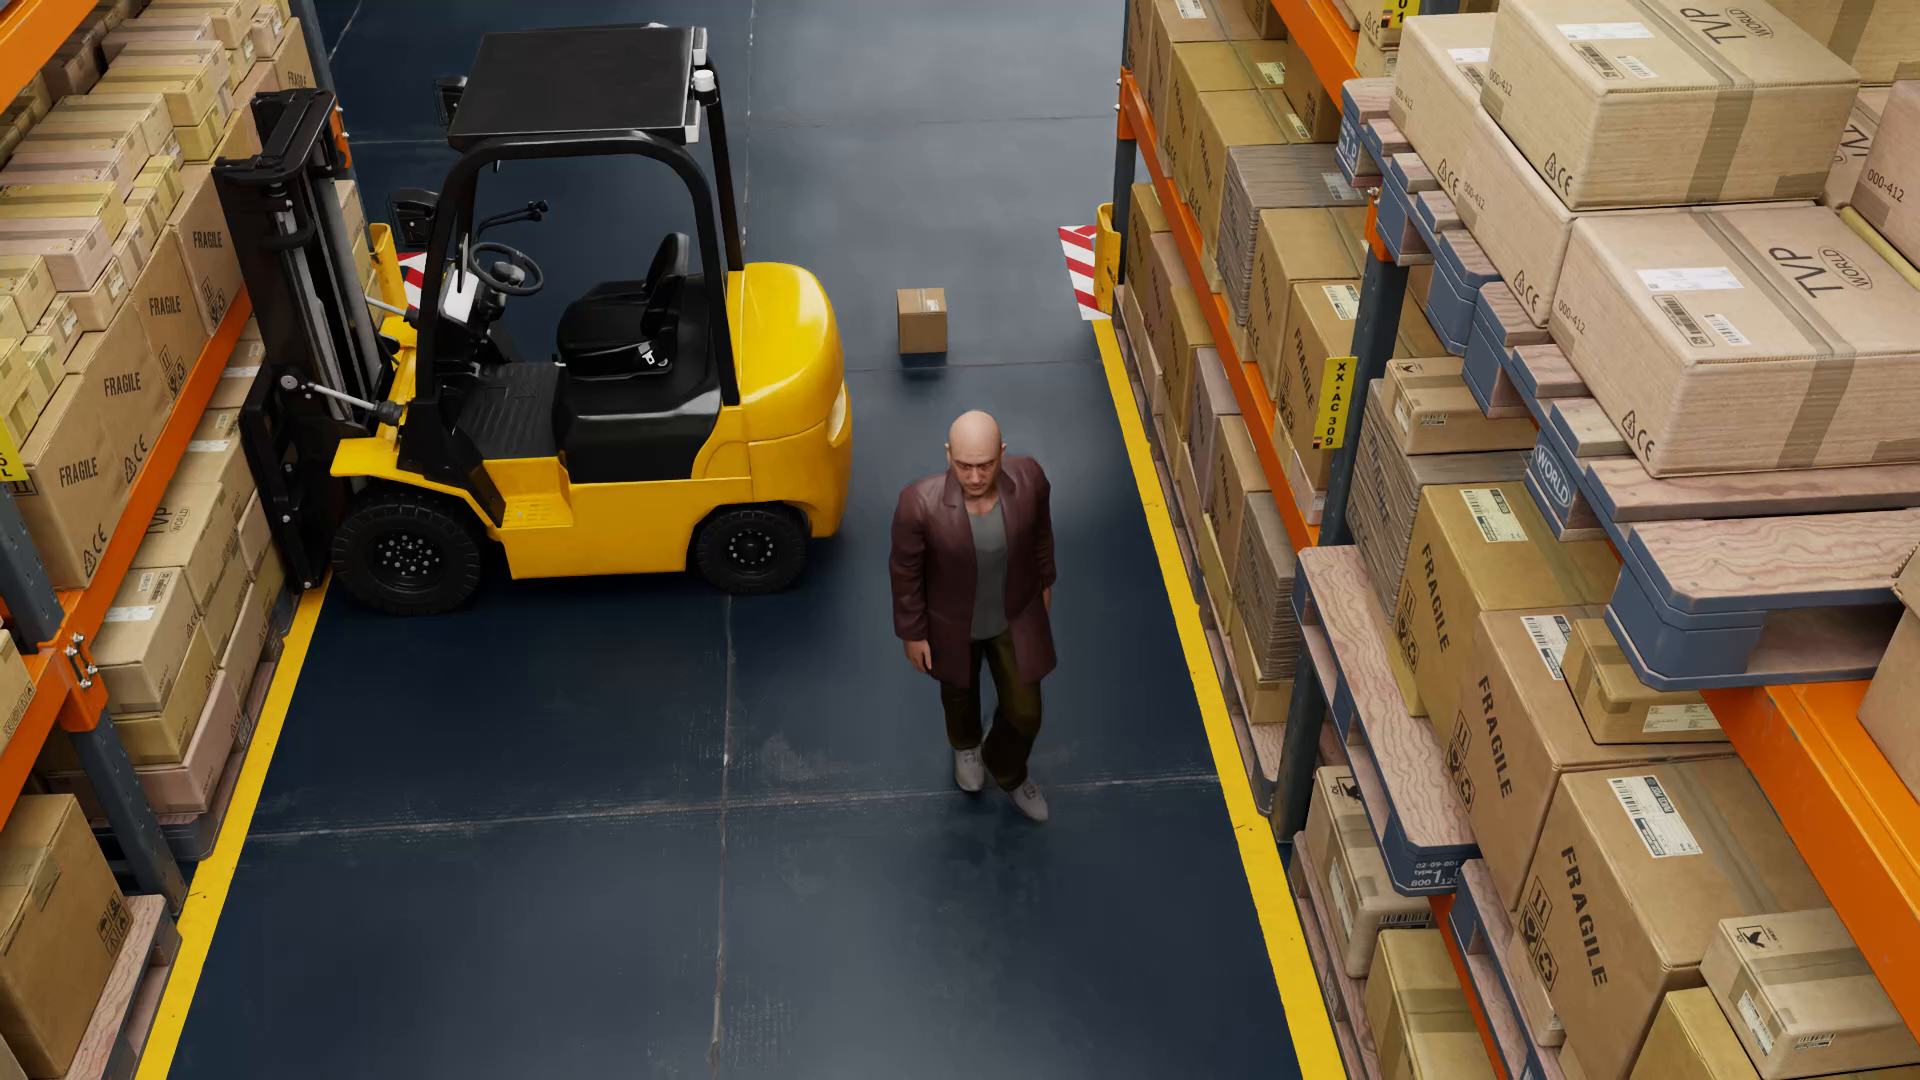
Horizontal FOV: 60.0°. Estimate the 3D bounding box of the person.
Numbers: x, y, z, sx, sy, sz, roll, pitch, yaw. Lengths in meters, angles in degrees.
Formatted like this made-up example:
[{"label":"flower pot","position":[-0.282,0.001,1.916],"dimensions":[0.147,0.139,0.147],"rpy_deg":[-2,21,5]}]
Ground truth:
[{"label":"person","position":[0.052,0.253,5.856],"dimensions":[0.614,1.811,0.566],"rpy_deg":[-6,39,-8]}]
